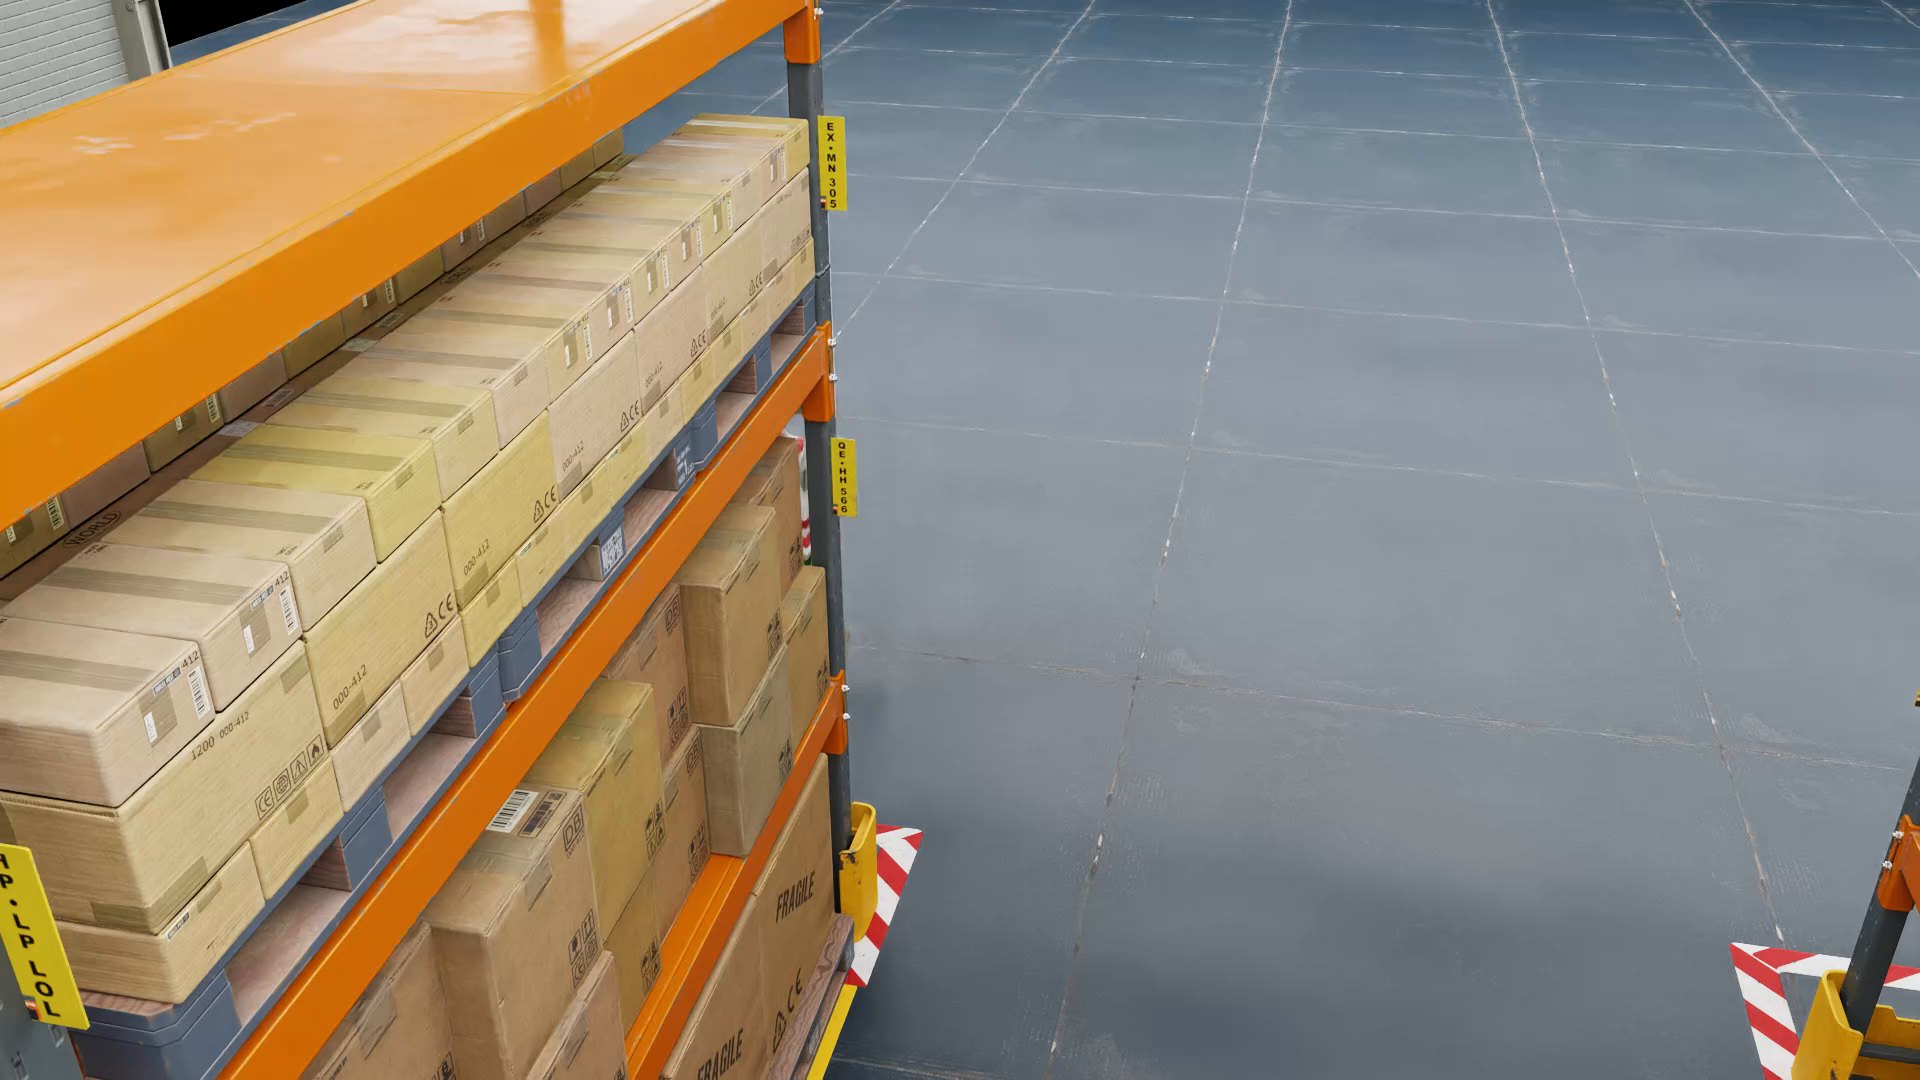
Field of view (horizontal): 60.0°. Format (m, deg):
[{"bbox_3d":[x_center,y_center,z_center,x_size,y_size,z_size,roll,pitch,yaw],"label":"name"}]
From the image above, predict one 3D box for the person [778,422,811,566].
[{"bbox_3d":[-0.924,0.075,8.436,0.544,1.792,0.386,6,29,11],"label":"person"}]
